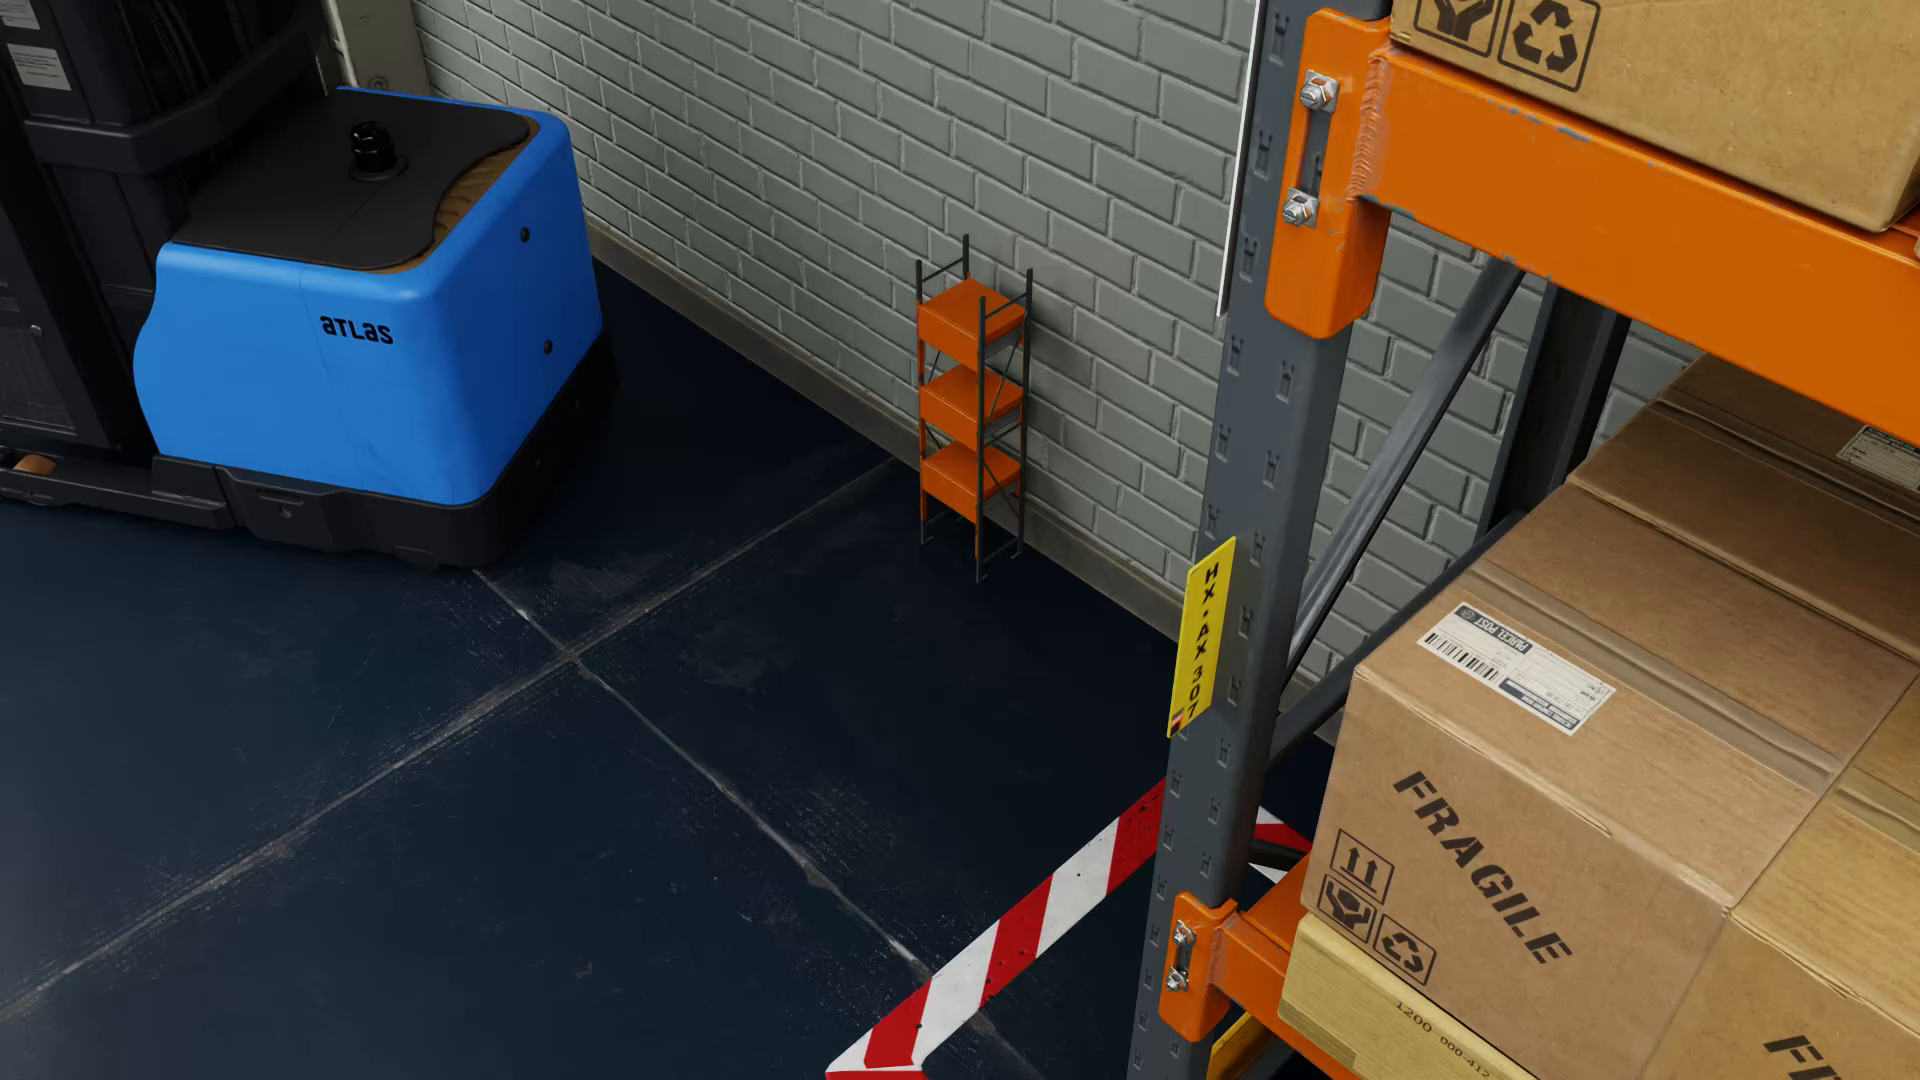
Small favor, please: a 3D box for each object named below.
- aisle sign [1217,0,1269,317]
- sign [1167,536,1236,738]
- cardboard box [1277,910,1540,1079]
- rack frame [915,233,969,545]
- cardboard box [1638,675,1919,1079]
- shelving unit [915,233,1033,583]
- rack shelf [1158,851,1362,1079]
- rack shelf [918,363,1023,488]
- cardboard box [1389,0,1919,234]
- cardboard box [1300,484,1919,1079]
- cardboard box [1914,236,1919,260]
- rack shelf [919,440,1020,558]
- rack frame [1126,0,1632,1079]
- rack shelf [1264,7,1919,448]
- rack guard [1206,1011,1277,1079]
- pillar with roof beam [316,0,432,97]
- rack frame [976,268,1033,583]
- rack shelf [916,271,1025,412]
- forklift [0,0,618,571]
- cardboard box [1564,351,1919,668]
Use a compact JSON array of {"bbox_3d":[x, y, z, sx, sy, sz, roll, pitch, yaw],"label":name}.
[{"bbox_3d":[0.449,-0.652,1.830,0.394,0.787,0.004,-34,53,-31],"label":"aisle sign"},{"bbox_3d":[0.328,0.136,2.255,0.100,0.325,0.005,-34,53,-31],"label":"sign"},{"bbox_3d":[0.832,0.628,2.456,0.500,0.250,0.500,33,52,30],"label":"cardboard box"},{"bbox_3d":[-0.048,-0.418,4.929,0.200,1.050,0.008,-34,53,-31],"label":"rack frame"},{"bbox_3d":[1.178,0.582,1.953,0.500,0.500,0.500,-34,52,-31],"label":"cardboard box"},{"bbox_3d":[0.038,-0.360,4.866,0.215,1.050,0.252,-34,53,-31],"label":"shelving unit"},{"bbox_3d":[2.124,1.419,2.034,1.077,0.370,4.000,-34,53,-31],"label":"rack shelf"},{"bbox_3d":[0.038,-0.352,4.873,0.215,0.259,0.240,-34,53,-31],"label":"rack shelf"},{"bbox_3d":[0.771,-0.671,1.468,0.500,0.500,0.500,-33,52,-30],"label":"cardboard box"},{"bbox_3d":[0.836,0.340,2.216,0.500,0.500,0.500,-34,53,-31],"label":"cardboard box"},{"bbox_3d":[1.125,-0.396,1.170,0.500,0.500,0.500,-31,51,-29],"label":"cardboard box"},{"bbox_3d":[0.038,-0.148,5.062,0.215,0.259,0.240,-34,53,-31],"label":"rack shelf"},{"bbox_3d":[0.712,0.194,2.830,1.000,3.000,0.127,-34,53,-31],"label":"rack frame"},{"bbox_3d":[2.124,0.317,1.016,1.077,0.370,4.000,-34,53,-31],"label":"rack shelf"},{"bbox_3d":[0.766,1.148,3.639,1.175,0.500,0.348,-34,53,-31],"label":"rack guard"},{"bbox_3d":[-5.467,-2.908,1.766,9.100,9.000,0.400,-34,53,-31],"label":"pillar with roof beam"},{"bbox_3d":[0.124,-0.301,4.802,0.200,1.050,0.008,-34,53,-31],"label":"rack frame"},{"bbox_3d":[0.038,-0.561,4.680,0.215,0.259,0.240,-34,53,-31],"label":"rack shelf"},{"bbox_3d":[-2.754,-1.522,4.738,3.031,2.935,1.130,10,44,10],"label":"forklift"},{"bbox_3d":[1.195,0.091,2.485,0.500,0.500,0.500,34,52,31],"label":"cardboard box"}]
